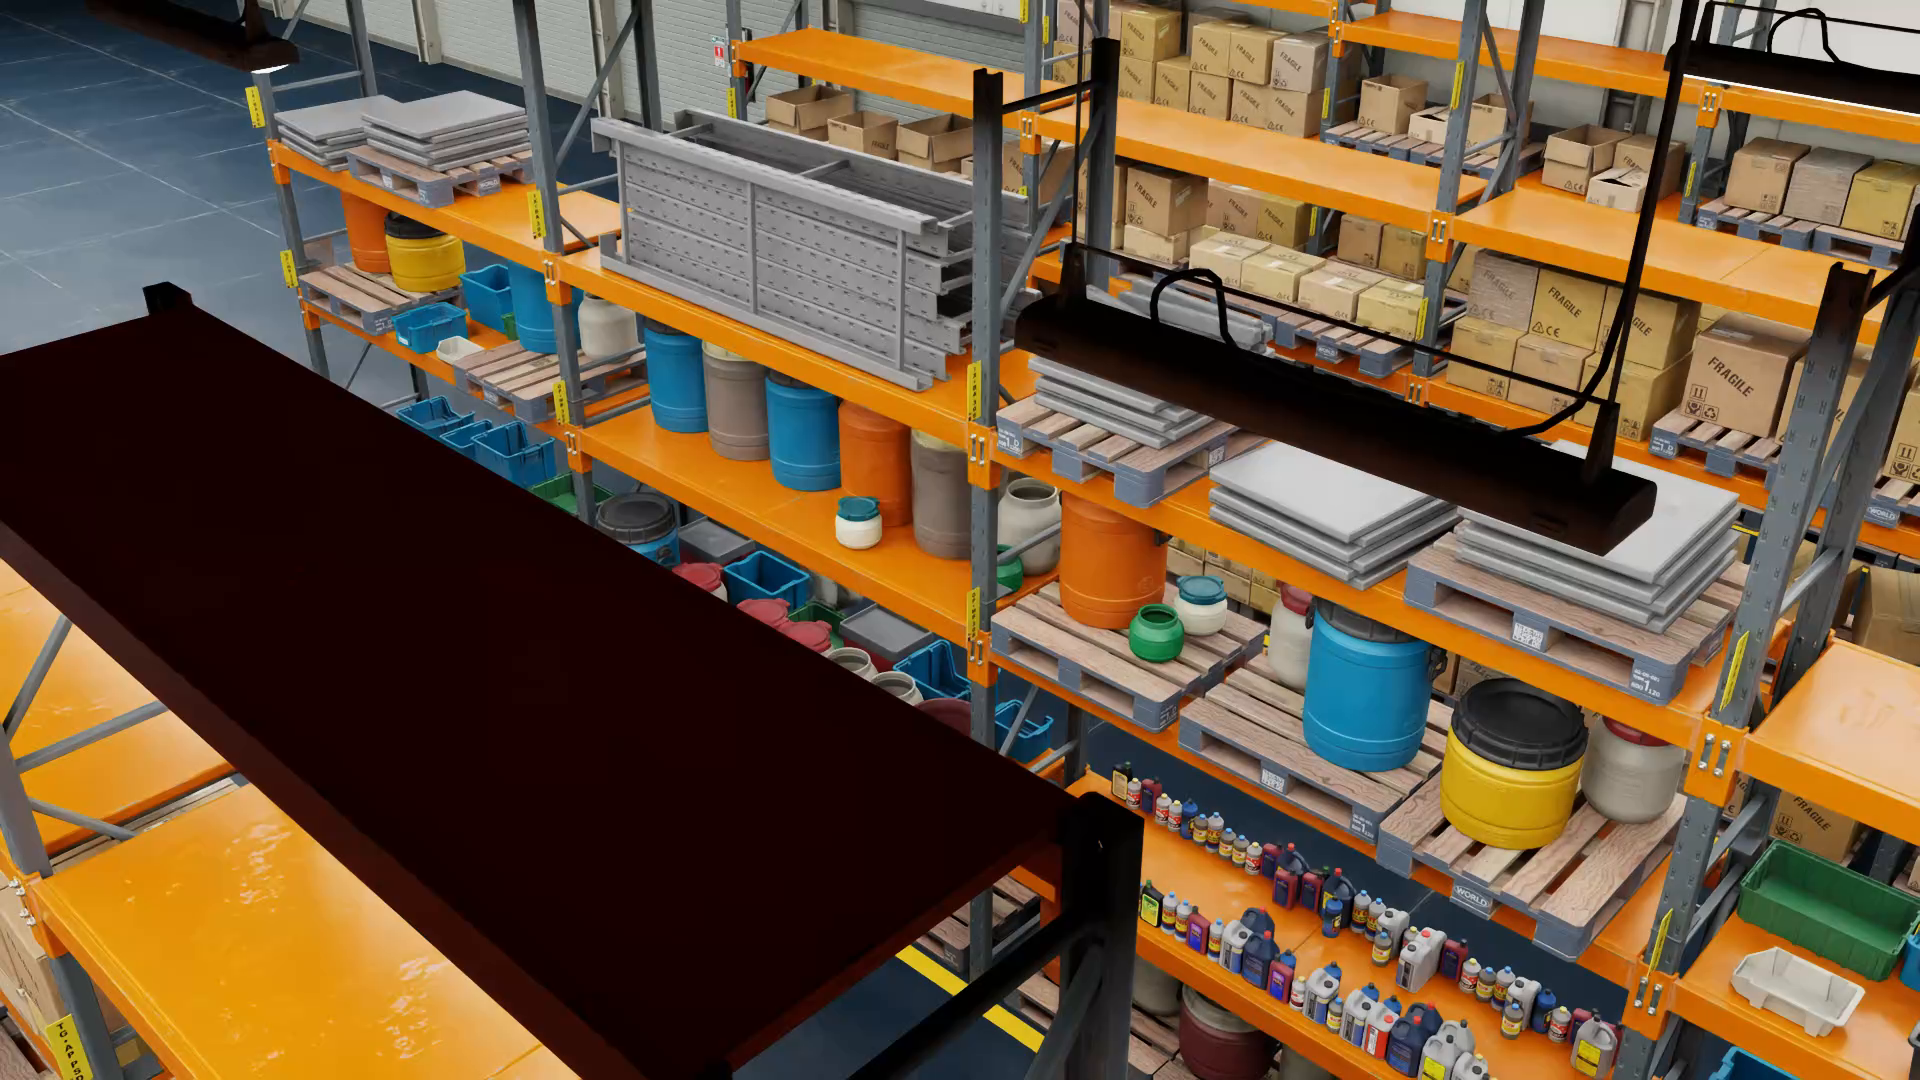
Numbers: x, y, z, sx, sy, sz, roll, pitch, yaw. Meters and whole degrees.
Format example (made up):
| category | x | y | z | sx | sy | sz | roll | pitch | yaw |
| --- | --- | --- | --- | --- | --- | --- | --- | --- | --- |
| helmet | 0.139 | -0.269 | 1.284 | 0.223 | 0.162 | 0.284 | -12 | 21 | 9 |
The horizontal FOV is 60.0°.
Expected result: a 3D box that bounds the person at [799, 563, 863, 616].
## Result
| category | x | y | z | sx | sy | sz | roll | pitch | yaw |
| --- | --- | --- | --- | --- | --- | --- | --- | --- | --- |
| person | -1.086 | 0.065 | 14.055 | 0.596 | 1.646 | 0.568 | -21 | 36 | -33 |
